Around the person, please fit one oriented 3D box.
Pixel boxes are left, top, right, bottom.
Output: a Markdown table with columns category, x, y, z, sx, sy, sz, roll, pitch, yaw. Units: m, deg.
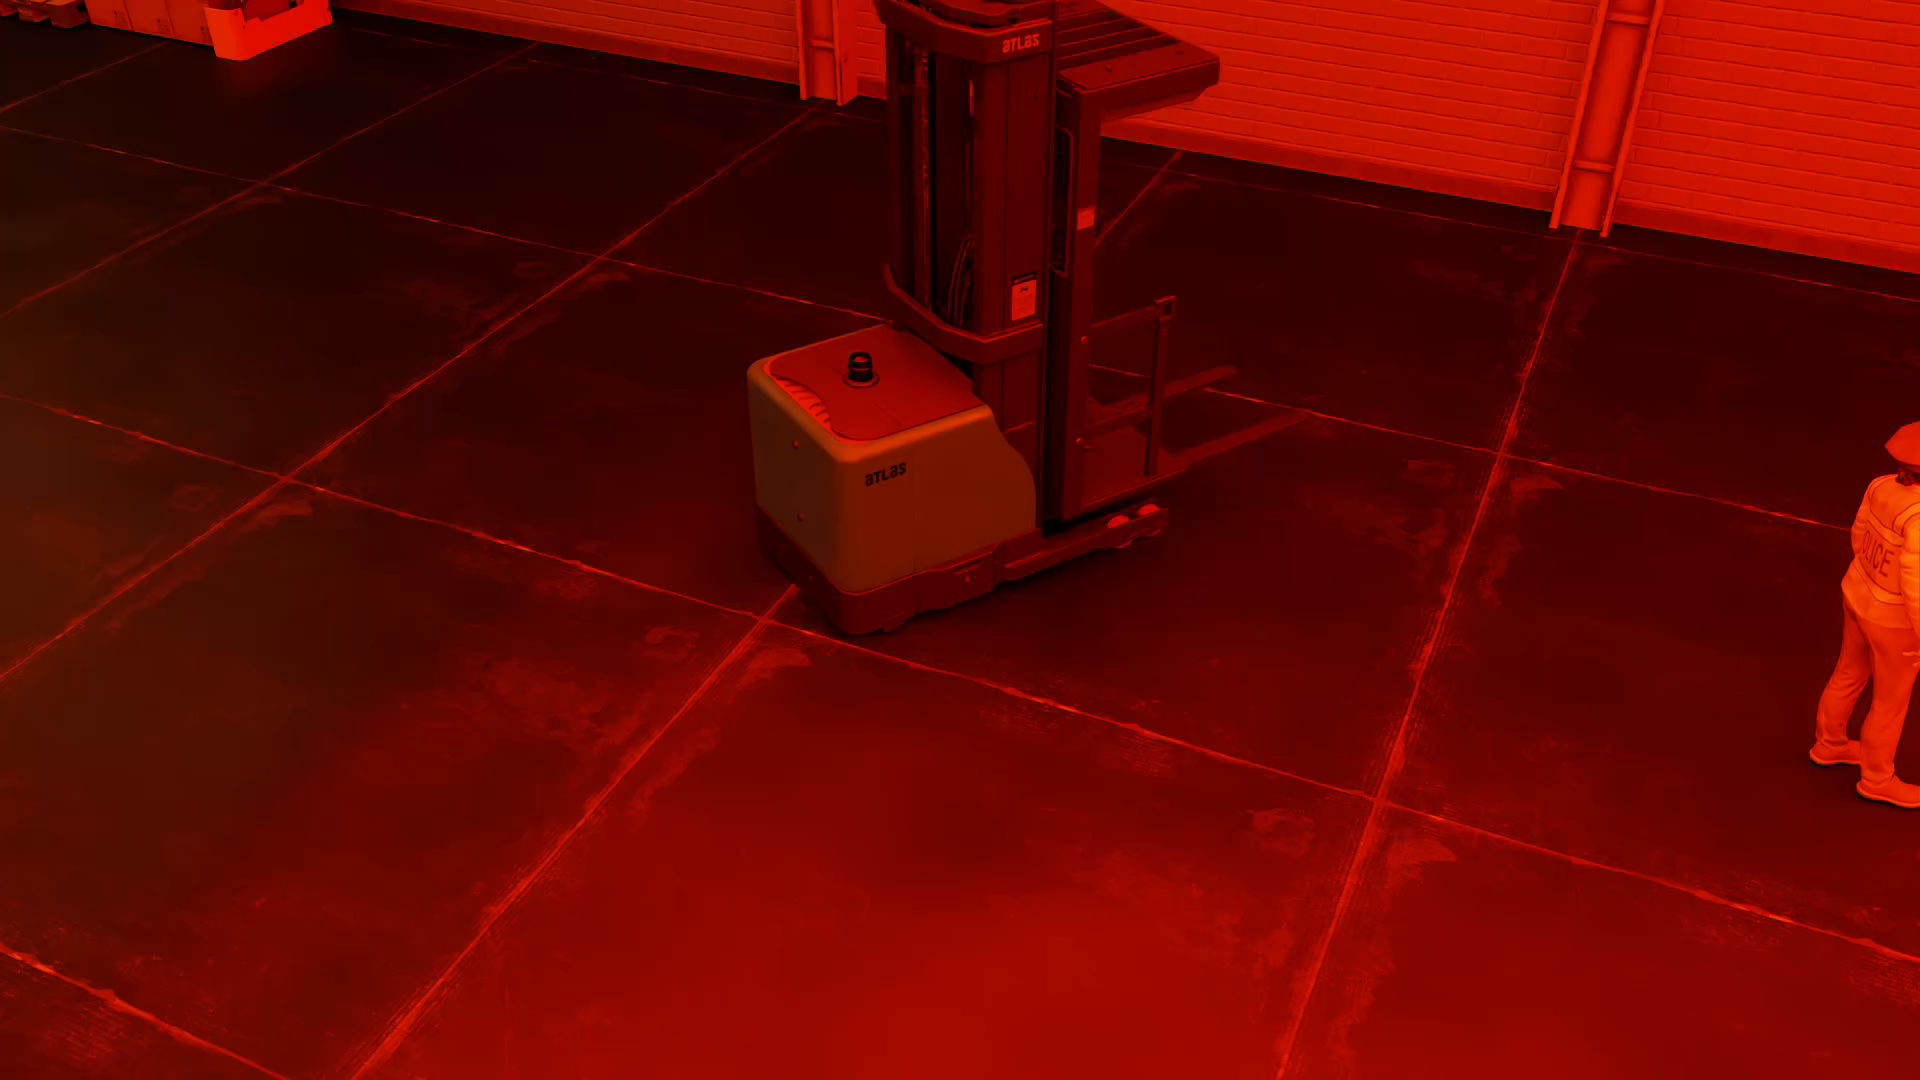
| category | x | y | z | sx | sy | sz | roll | pitch | yaw |
| --- | --- | --- | --- | --- | --- | --- | --- | --- | --- |
| person | 3.831 | 0.276 | 6.752 | 0.532 | 1.694 | 0.586 | 0 | 35 | 0 |

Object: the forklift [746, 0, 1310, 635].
| category | x | y | z | sx | sy | sz | roll | pitch | yaw |
| --- | --- | --- | --- | --- | --- | --- | --- | --- | --- |
| forklift | 0.480 | -1.390 | 8.036 | 3.031 | 2.935 | 1.130 | -20 | 40 | -26 |
